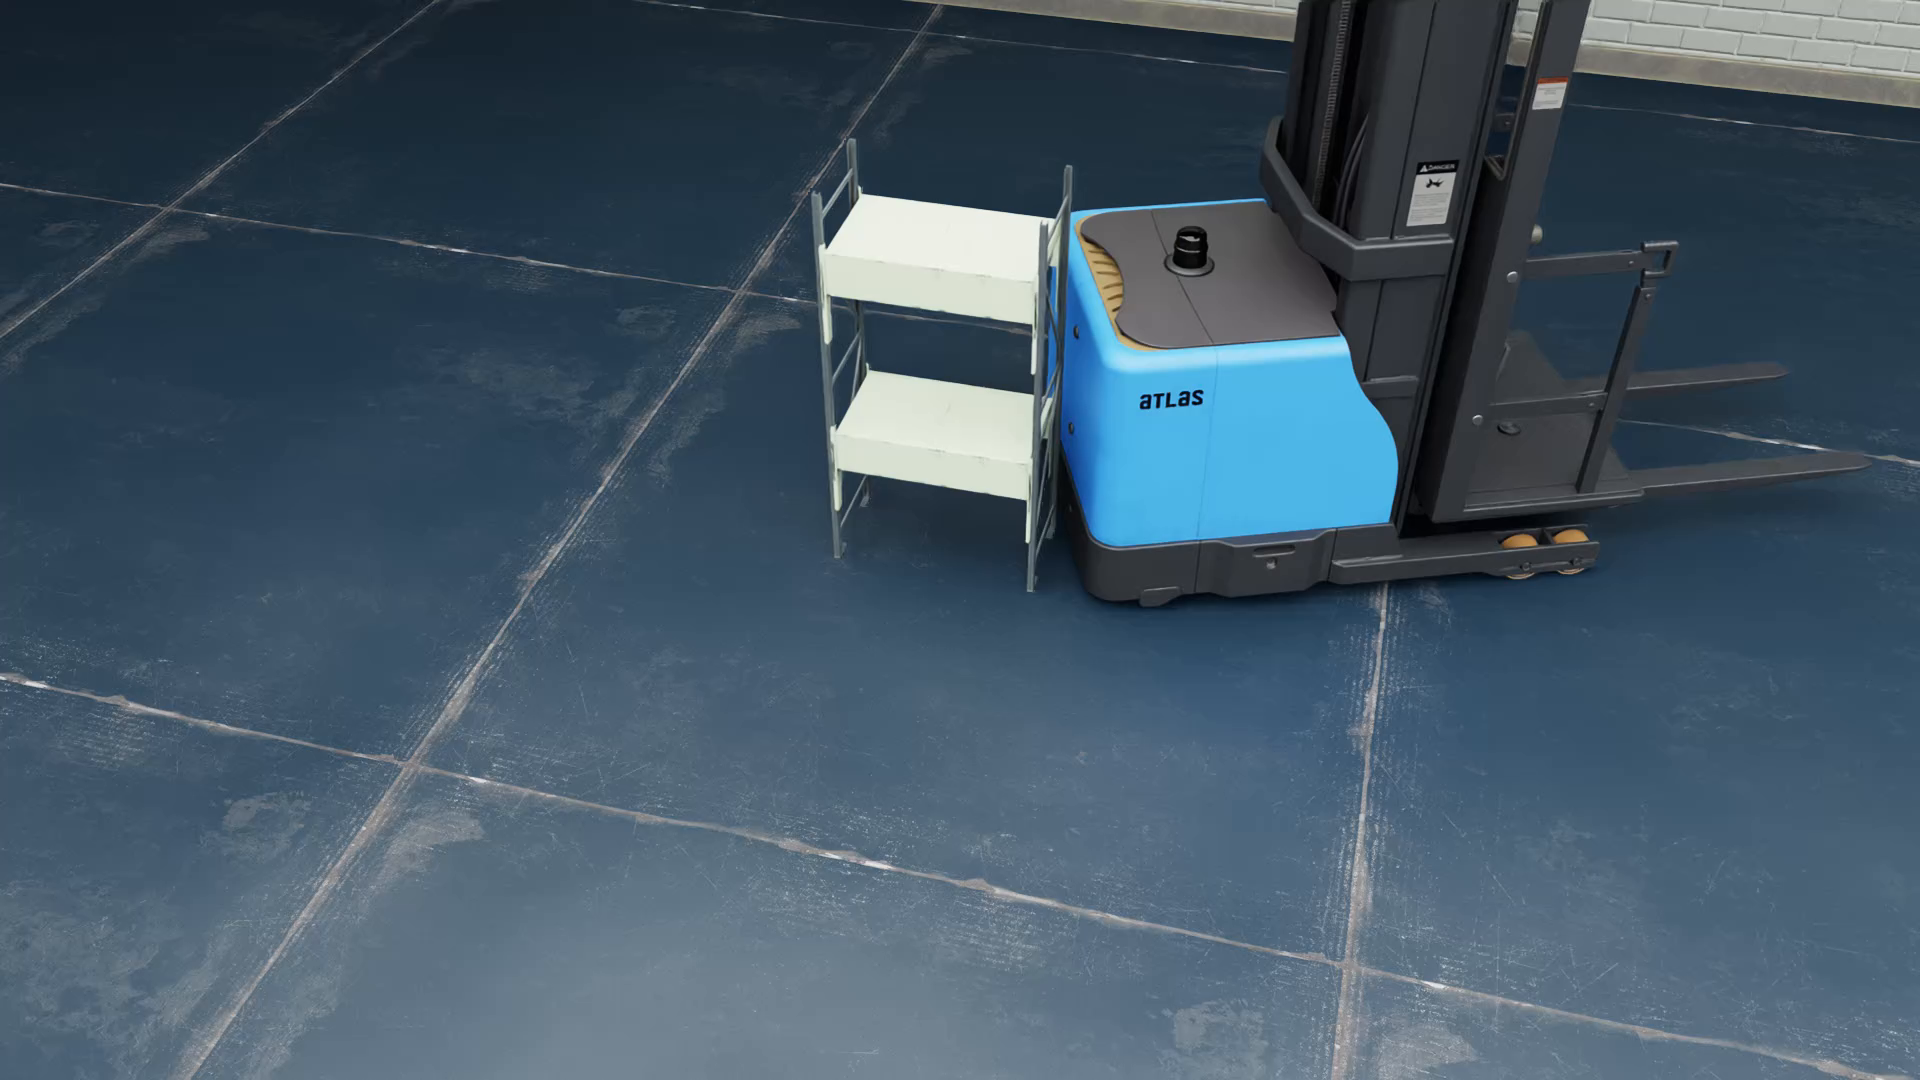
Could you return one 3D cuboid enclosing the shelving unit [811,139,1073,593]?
[{"bbox_3d":[-0.051,-0.567,5.759,0.755,1.500,0.431,10,41,11],"label":"shelving unit"}]

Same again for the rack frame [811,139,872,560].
[{"bbox_3d":[-0.405,-0.627,5.831,0.023,1.500,0.400,10,41,11],"label":"rack frame"}]

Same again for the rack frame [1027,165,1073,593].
[{"bbox_3d":[0.303,-0.507,5.687,0.023,1.500,0.400,10,41,11],"label":"rack frame"}]

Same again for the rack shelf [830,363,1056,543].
[{"bbox_3d":[-0.051,-0.317,5.969,0.720,0.370,0.431,10,41,11],"label":"rack shelf"}]

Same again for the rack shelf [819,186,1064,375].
[{"bbox_3d":[-0.051,-0.866,5.508,0.720,0.370,0.431,10,41,11],"label":"rack shelf"}]

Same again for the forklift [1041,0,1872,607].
[{"bbox_3d":[1.883,-1.312,5.533,3.031,2.935,1.130,-5,40,-6],"label":"forklift"}]
